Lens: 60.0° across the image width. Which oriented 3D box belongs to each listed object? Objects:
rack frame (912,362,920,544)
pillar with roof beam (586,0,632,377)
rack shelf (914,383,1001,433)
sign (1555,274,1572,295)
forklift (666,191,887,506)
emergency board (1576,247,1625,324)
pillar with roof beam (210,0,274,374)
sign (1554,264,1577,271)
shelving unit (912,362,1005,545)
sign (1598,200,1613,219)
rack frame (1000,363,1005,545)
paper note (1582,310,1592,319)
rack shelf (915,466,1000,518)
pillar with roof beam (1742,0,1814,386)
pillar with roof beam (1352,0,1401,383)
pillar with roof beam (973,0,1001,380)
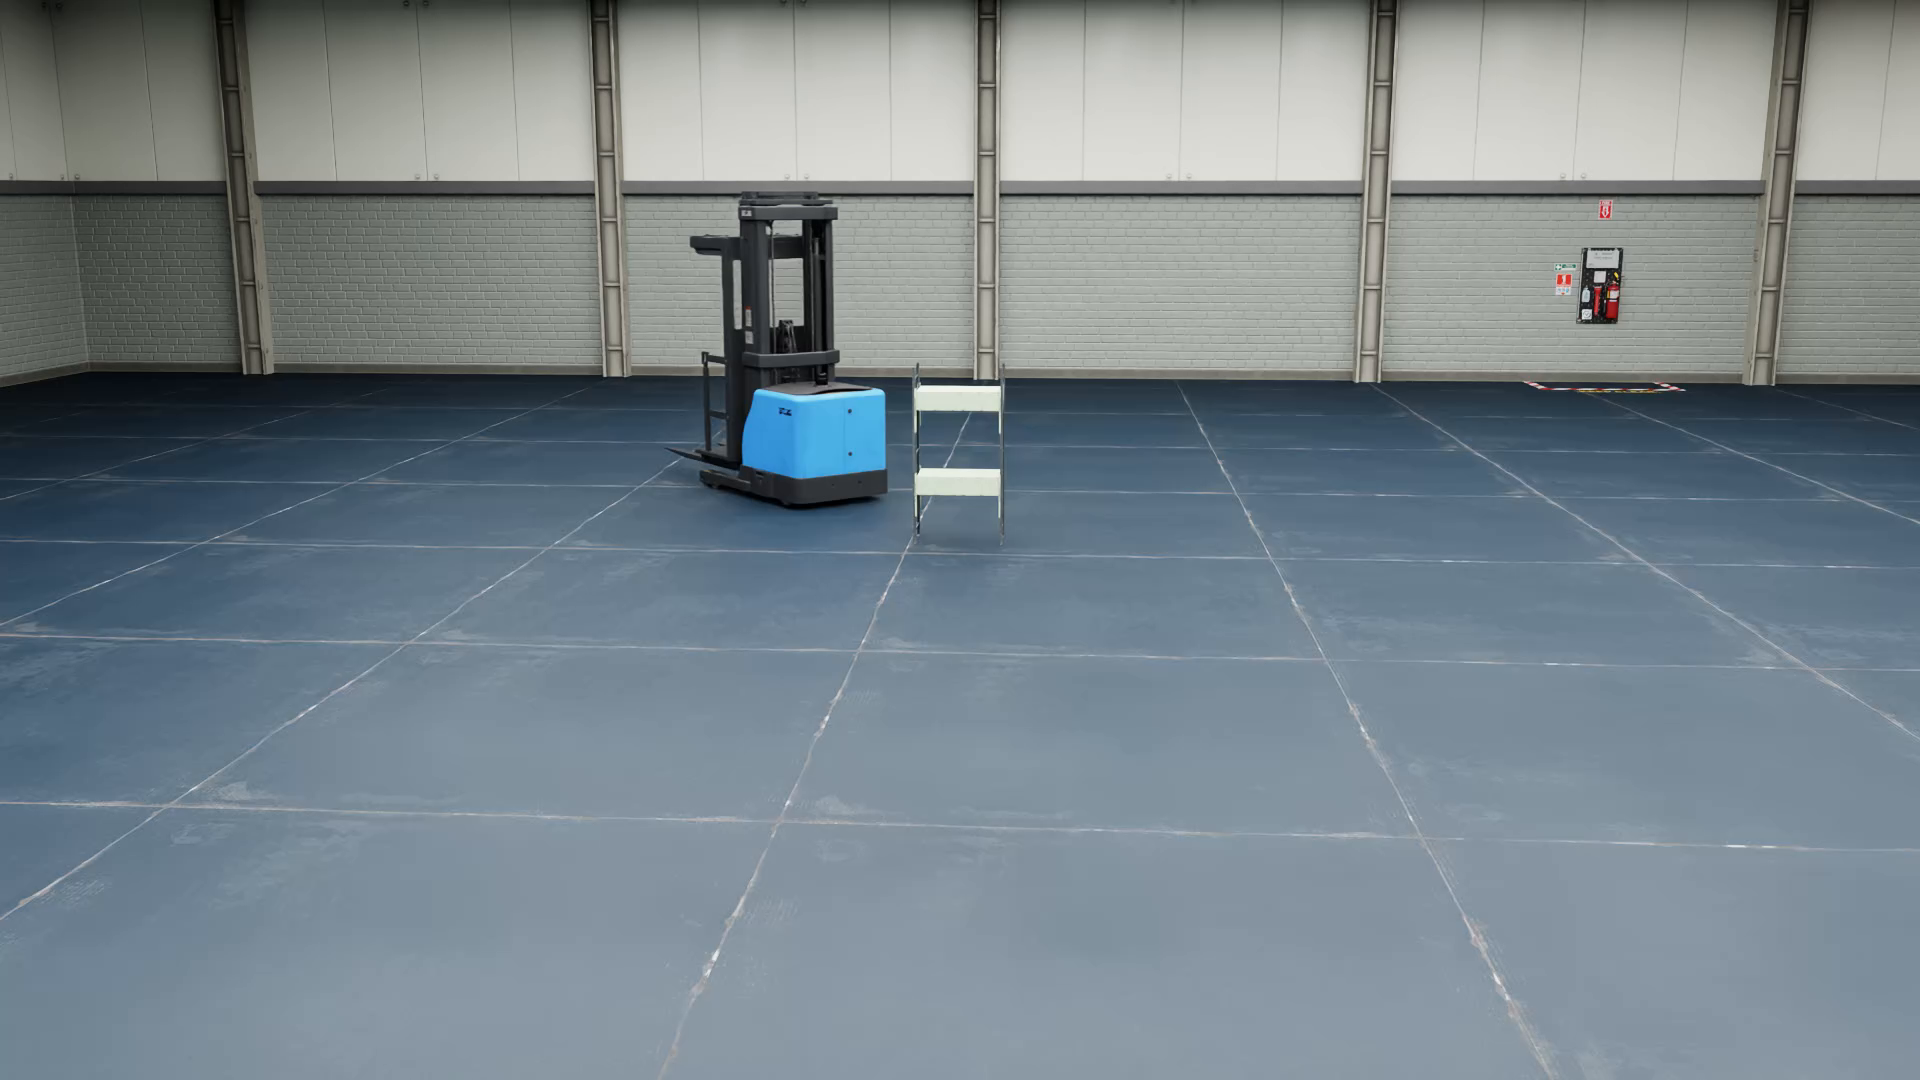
[{"bbox_3d":[-0.372,-0.739,14.139,0.023,1.500,0.400,1,12,4],"label":"rack frame"},{"bbox_3d":[-5.851,-6.190,21.882,0.400,9.000,9.100,1,12,4],"label":"pillar with roof beam"},{"bbox_3d":[-0.007,-1.116,14.035,0.720,0.370,0.431,1,12,4],"label":"rack shelf"},{"bbox_3d":[9.388,-3.975,25.856,0.234,0.329,0.001,1,12,4],"label":"sign"},{"bbox_3d":[-1.990,-2.003,16.683,1.130,2.935,3.031,-9,15,-36],"label":"forklift"},{"bbox_3d":[9.933,-3.928,25.722,0.643,1.169,0.194,1,12,4],"label":"emergency board"},{"bbox_3d":[-11.838,-6.272,22.275,0.400,9.000,9.100,1,12,4],"label":"pillar with roof beam"},{"bbox_3d":[9.392,-4.232,25.792,0.331,0.109,0.001,1,12,4],"label":"sign"},{"bbox_3d":[-0.007,-0.734,14.115,0.755,1.500,0.431,1,12,4],"label":"shelving unit"},{"bbox_3d":[9.932,-5.084,25.583,0.199,0.298,0.001,1,12,4],"label":"sign"},{"bbox_3d":[0.359,-0.729,14.091,0.023,1.500,0.400,1,12,4],"label":"rack frame"},{"bbox_3d":[9.761,-3.514,25.892,0.142,0.148,0.016,1,12,4],"label":"paper note"},{"bbox_3d":[-0.007,-0.415,14.182,0.720,0.370,0.431,1,12,4],"label":"rack shelf"},{"bbox_3d":[12.109,-5.944,20.705,0.400,9.000,9.100,1,12,4],"label":"pillar with roof beam"},{"bbox_3d":[6.122,-6.026,21.097,0.400,9.000,9.100,1,12,4],"label":"pillar with roof beam"},{"bbox_3d":[0.136,-6.108,21.490,0.400,9.000,9.100,1,12,4],"label":"pillar with roof beam"}]
